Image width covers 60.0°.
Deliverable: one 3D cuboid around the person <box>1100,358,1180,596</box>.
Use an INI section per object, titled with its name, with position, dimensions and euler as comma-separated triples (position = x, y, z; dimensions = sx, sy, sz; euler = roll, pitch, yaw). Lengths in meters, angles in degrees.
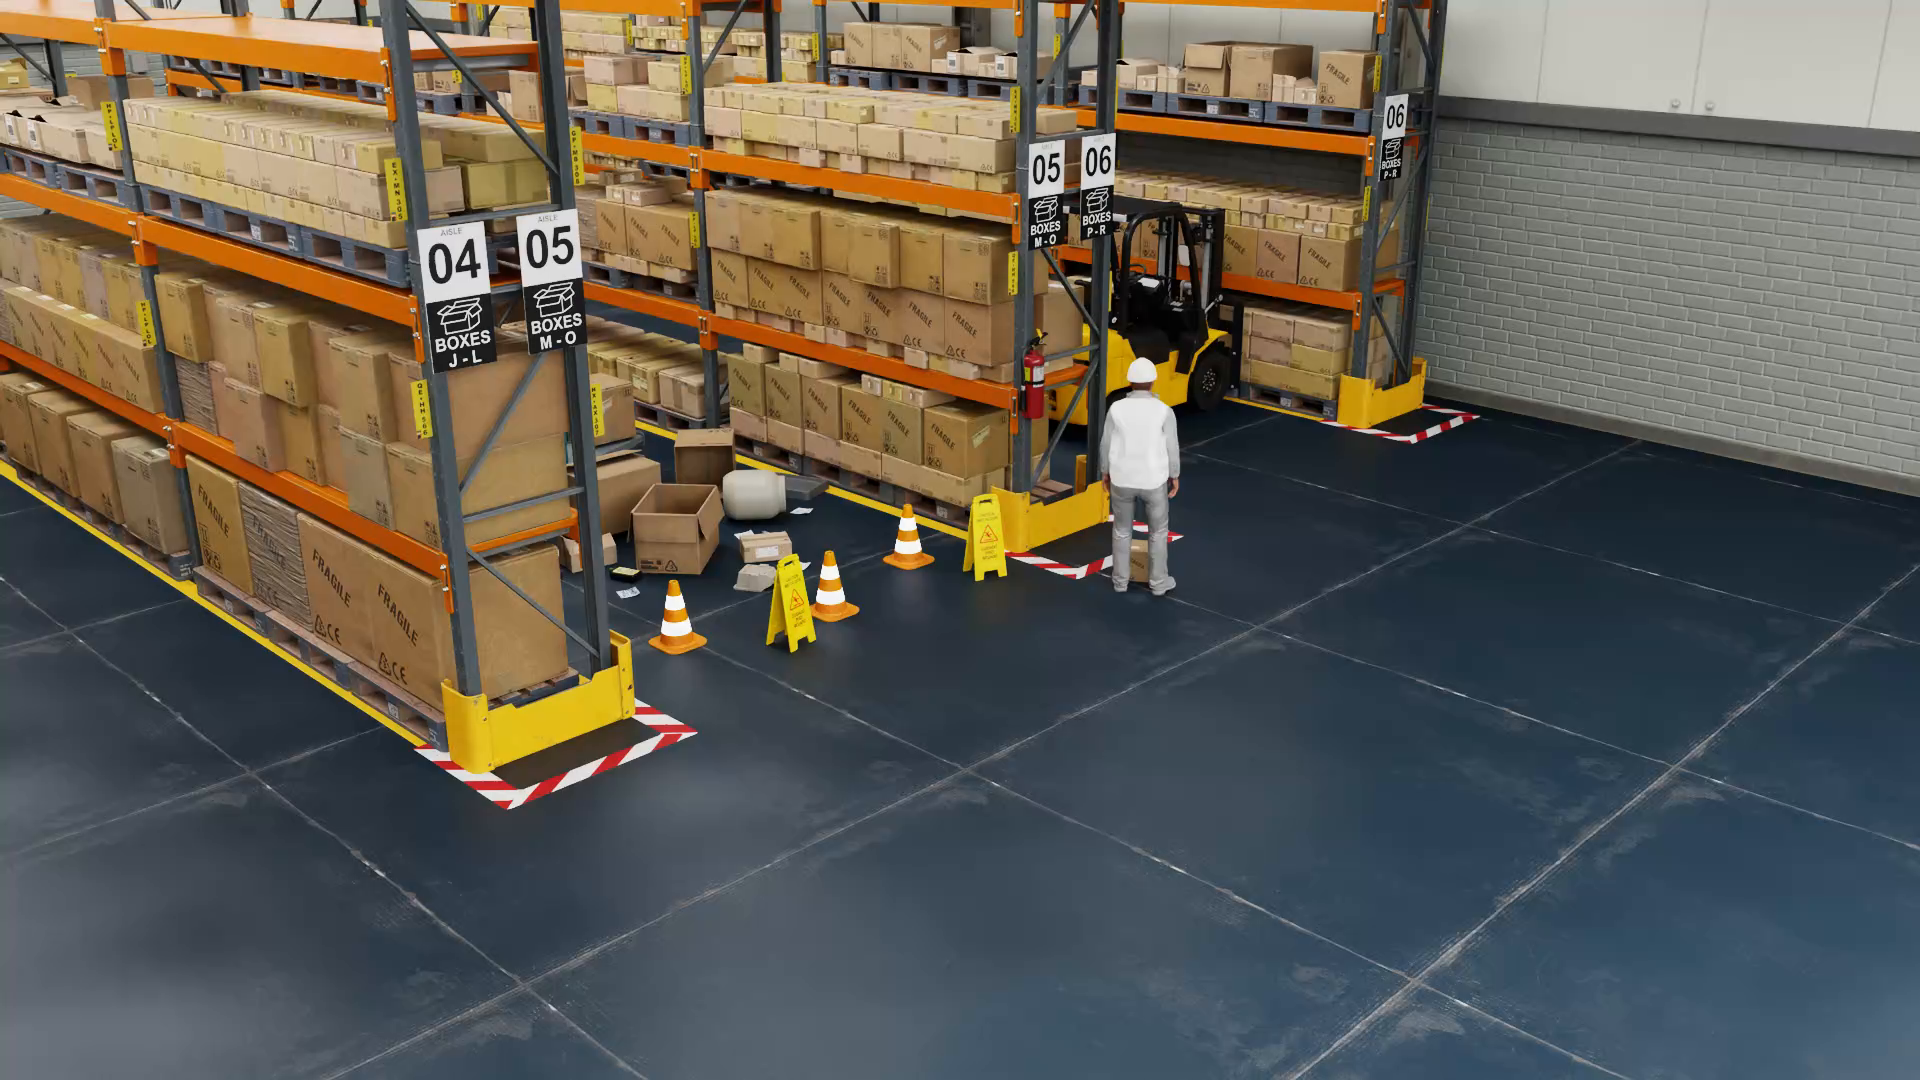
[person]
position = 1.326, -0.465, 12.285
dimensions = 0.592, 1.773, 0.459
euler = 5, 21, 14
